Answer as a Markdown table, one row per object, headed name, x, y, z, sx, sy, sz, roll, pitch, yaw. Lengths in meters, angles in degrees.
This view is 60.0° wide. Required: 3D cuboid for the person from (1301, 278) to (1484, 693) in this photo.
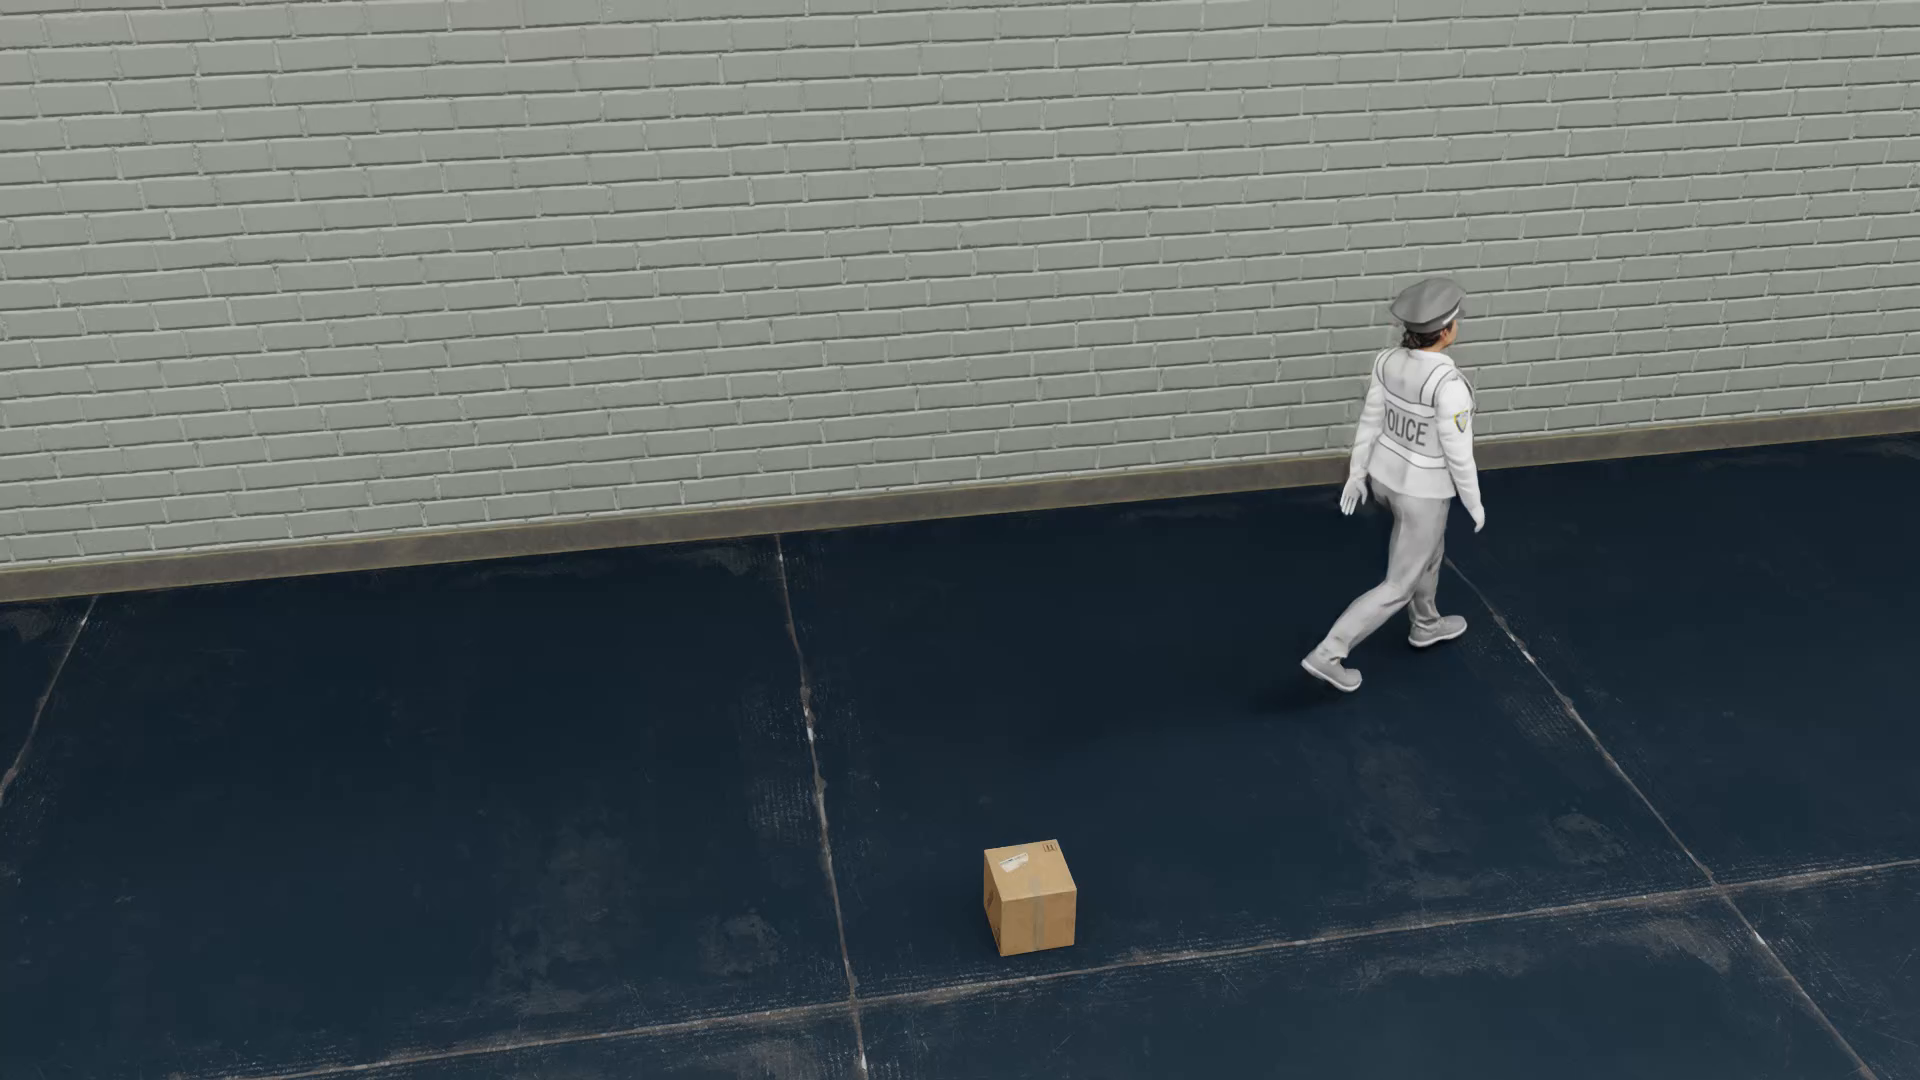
| name | x | y | z | sx | sy | sz | roll | pitch | yaw |
| --- | --- | --- | --- | --- | --- | --- | --- | --- | --- |
| person | 1.724 | -0.207 | 6.441 | 0.956 | 1.647 | 0.503 | -13 | 33 | -21 |
